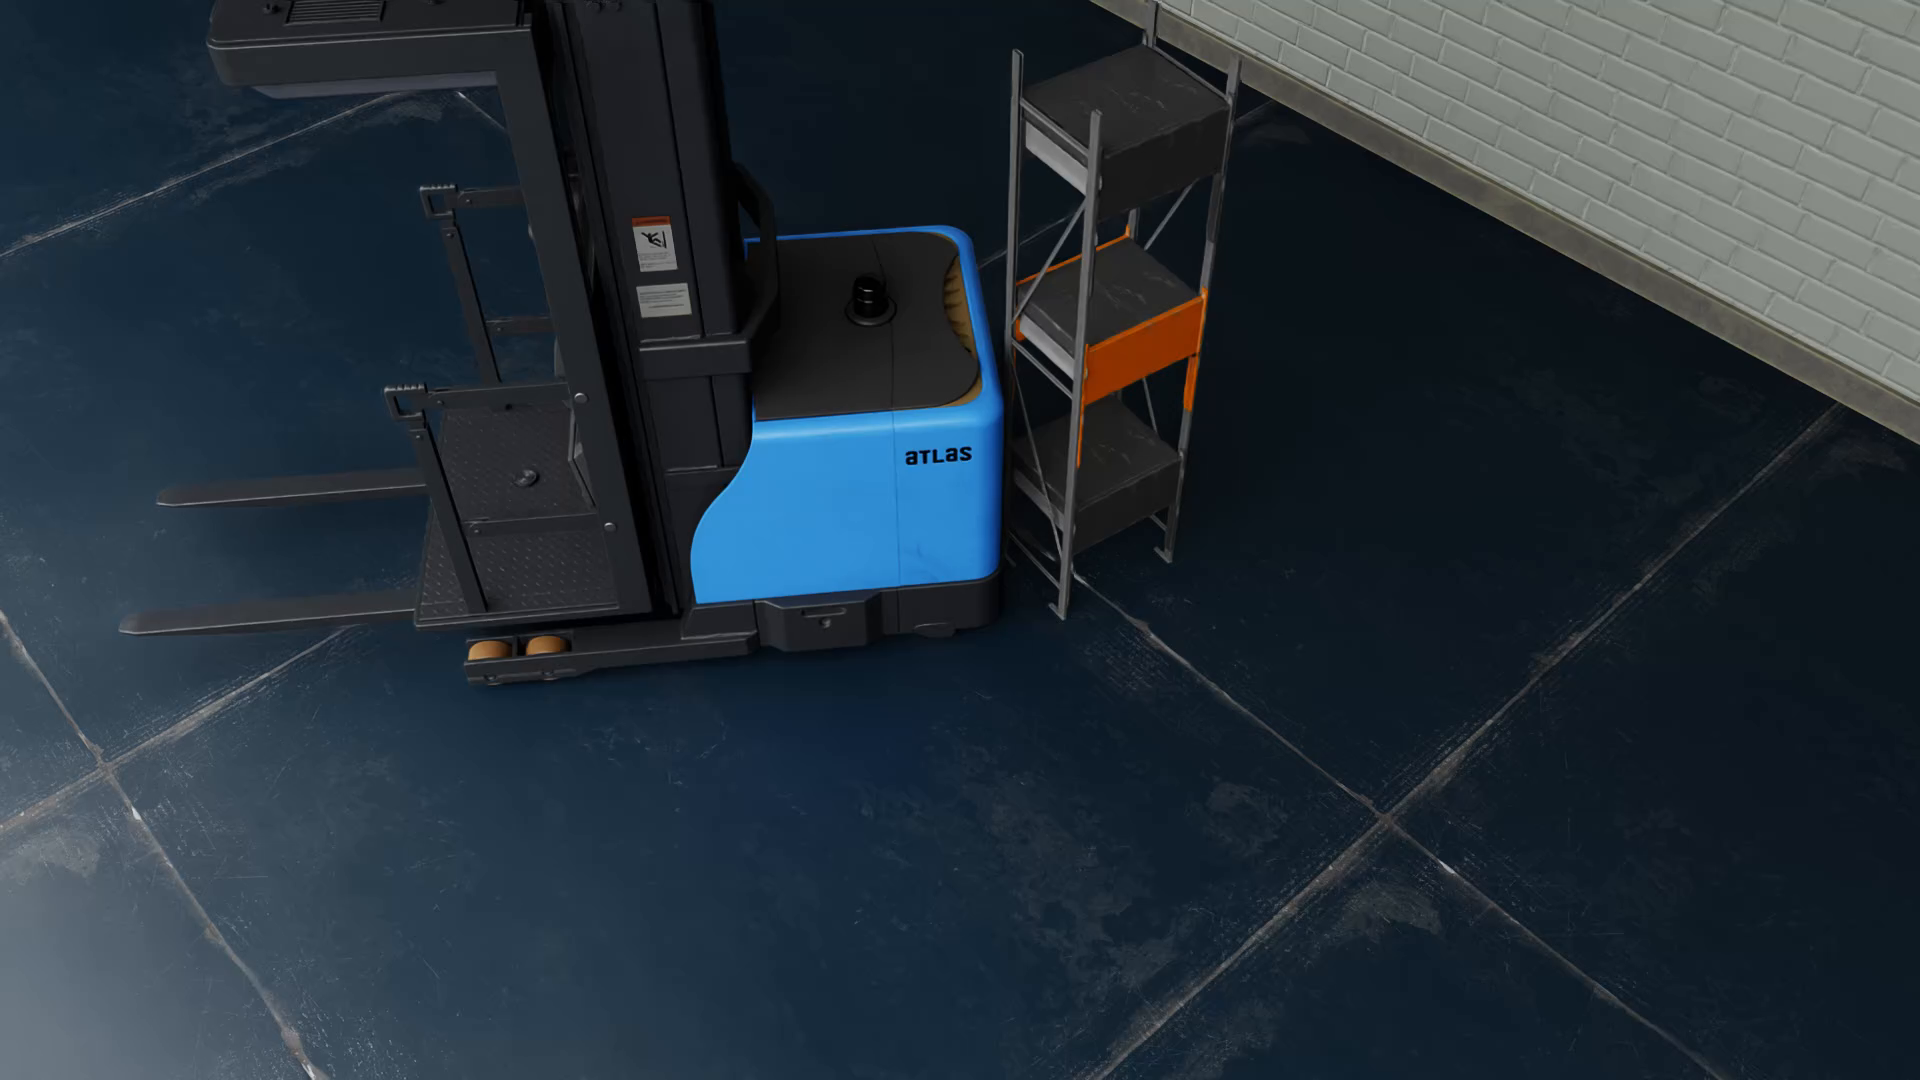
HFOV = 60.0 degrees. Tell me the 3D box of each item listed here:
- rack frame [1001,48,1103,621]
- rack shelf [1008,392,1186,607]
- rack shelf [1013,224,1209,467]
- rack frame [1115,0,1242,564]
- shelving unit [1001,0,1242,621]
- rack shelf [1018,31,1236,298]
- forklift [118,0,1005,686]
[{"bbox_3d":[0.265,-0.544,5.323,0.015,2.100,0.400,-27,53,-22],"label":"rack frame"},{"bbox_3d":[0.467,-0.161,5.941,0.480,0.518,0.431,-27,53,-22],"label":"rack shelf"},{"bbox_3d":[0.467,-0.635,5.426,0.480,0.518,0.431,-27,53,-22],"label":"rack shelf"},{"bbox_3d":[0.668,-0.746,5.509,0.015,2.100,0.400,-27,53,-22],"label":"rack frame"},{"bbox_3d":[0.467,-0.645,5.416,0.503,2.100,0.431,-27,53,-22],"label":"shelving unit"},{"bbox_3d":[0.467,-1.110,4.912,0.480,0.518,0.431,-27,53,-22],"label":"rack shelf"},{"bbox_3d":[-1.400,-0.902,5.088,3.031,2.935,1.130,-5,47,-4],"label":"forklift"}]
